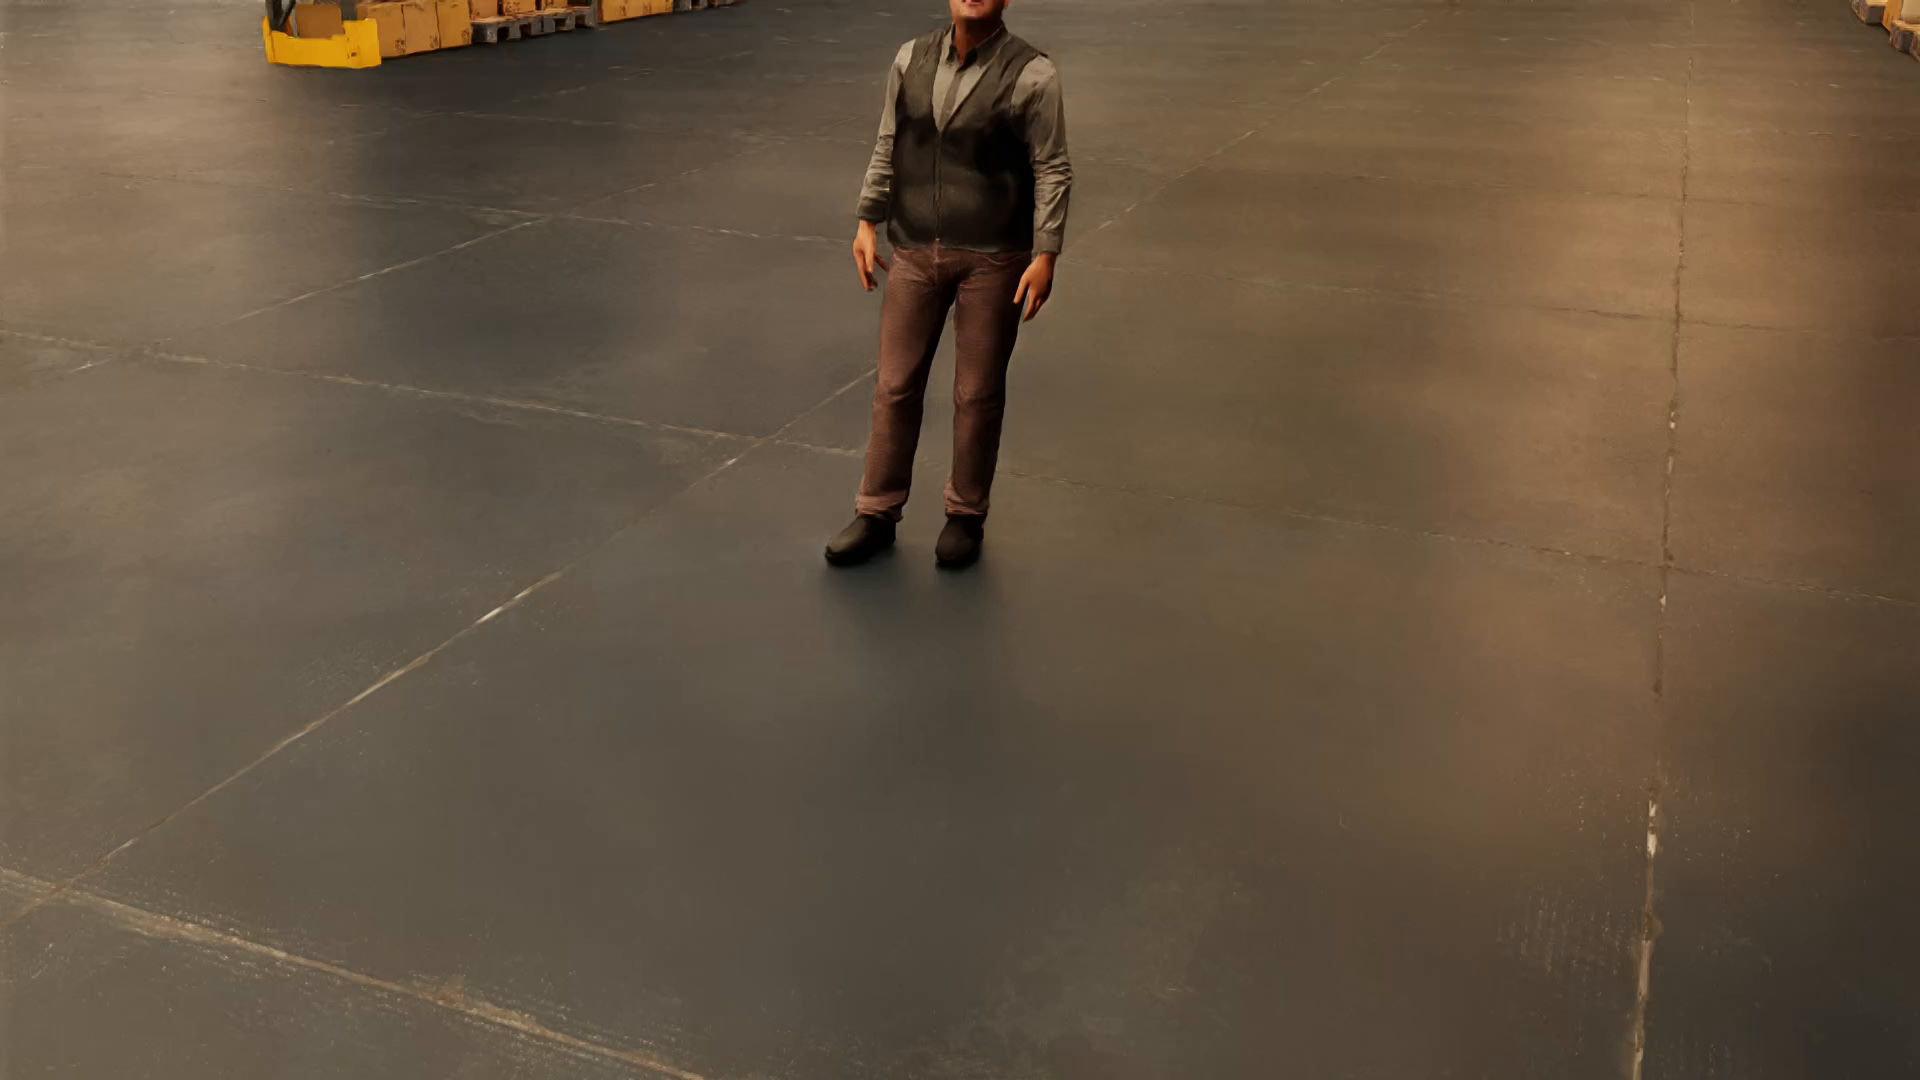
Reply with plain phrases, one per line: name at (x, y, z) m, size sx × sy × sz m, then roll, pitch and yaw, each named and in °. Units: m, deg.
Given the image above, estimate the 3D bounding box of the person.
person at (-0.031, -0.780, 4.708) m, size 0.632 × 1.720 × 0.567 m, roll 9°, pitch 24°, yaw 21°
